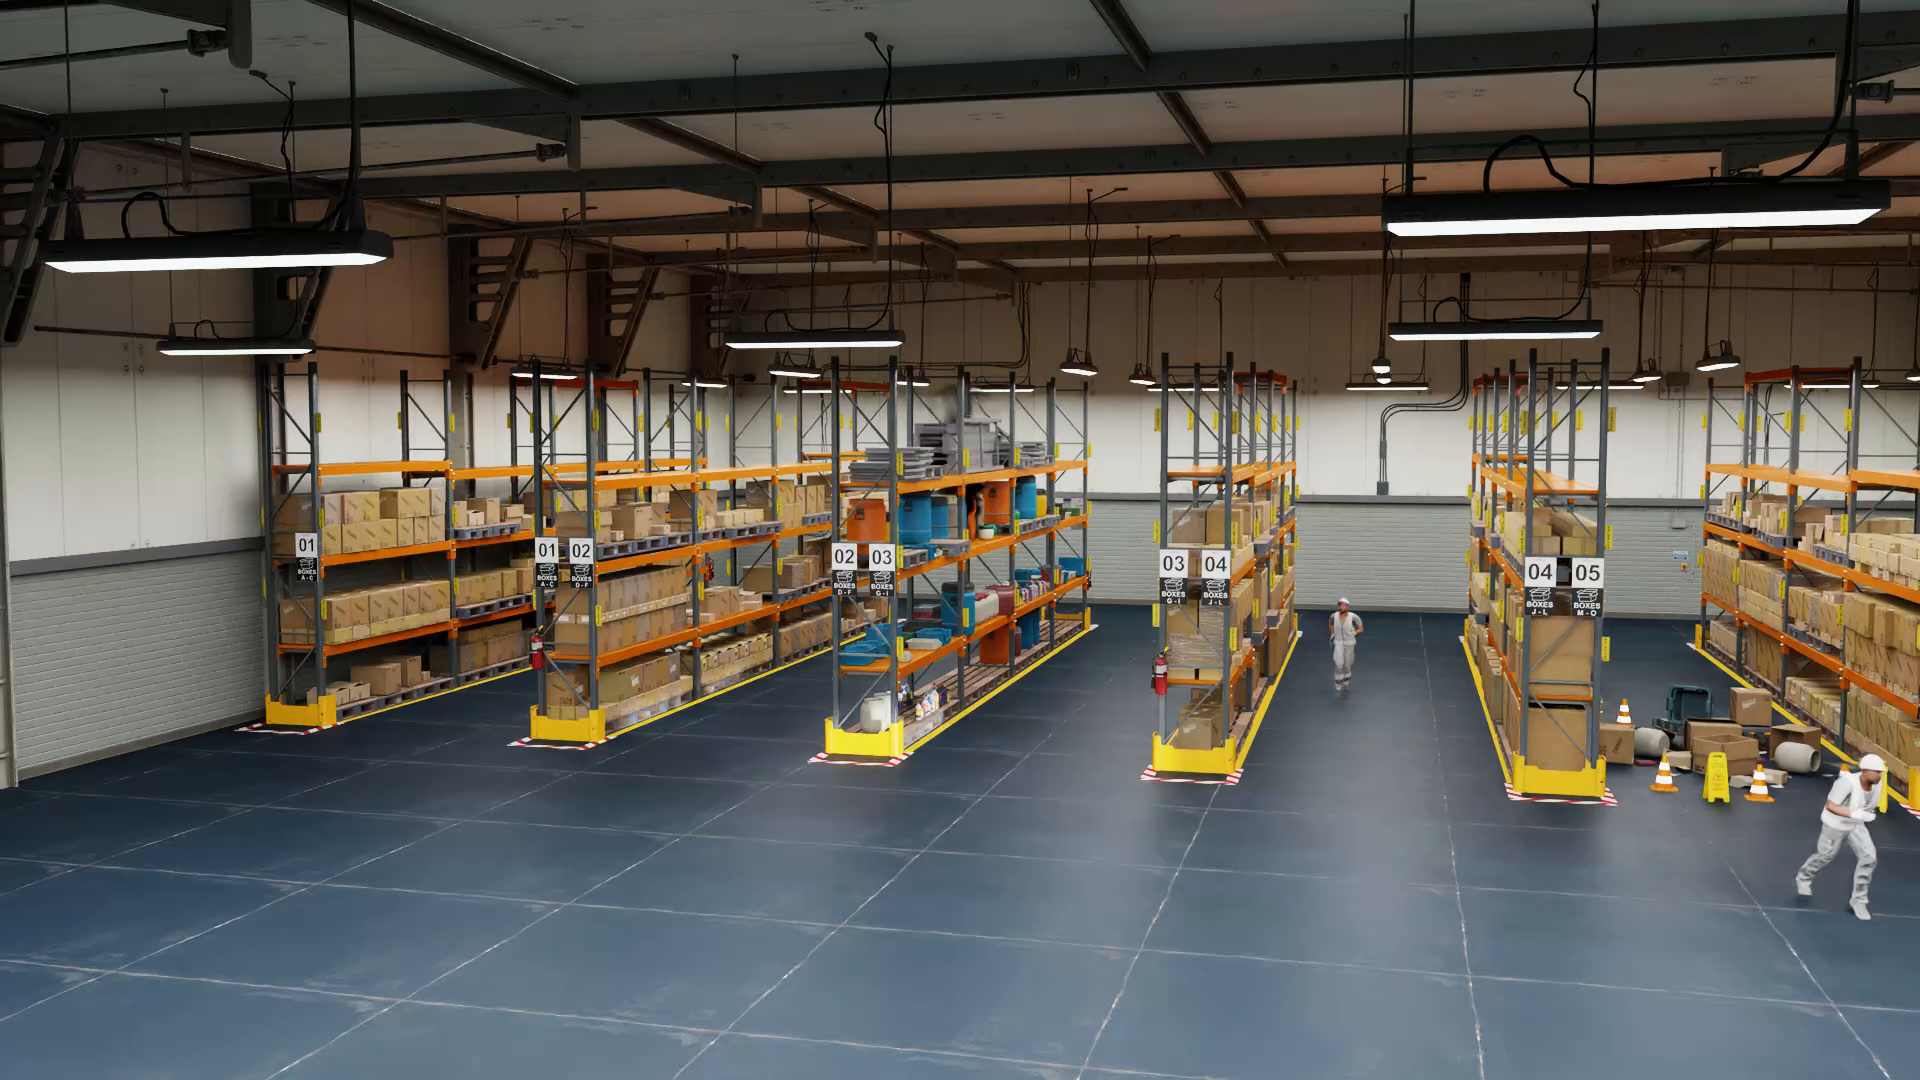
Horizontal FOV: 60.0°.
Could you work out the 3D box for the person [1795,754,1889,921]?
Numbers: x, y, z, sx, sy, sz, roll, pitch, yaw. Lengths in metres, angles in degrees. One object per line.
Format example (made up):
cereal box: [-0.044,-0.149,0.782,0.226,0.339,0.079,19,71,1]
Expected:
person: [9.054,2.990,17.073,0.729,1.726,1.034,-1,4,-18]

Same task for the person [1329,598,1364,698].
person: [7.080,1.976,30.519,0.631,1.852,0.782,1,4,18]
